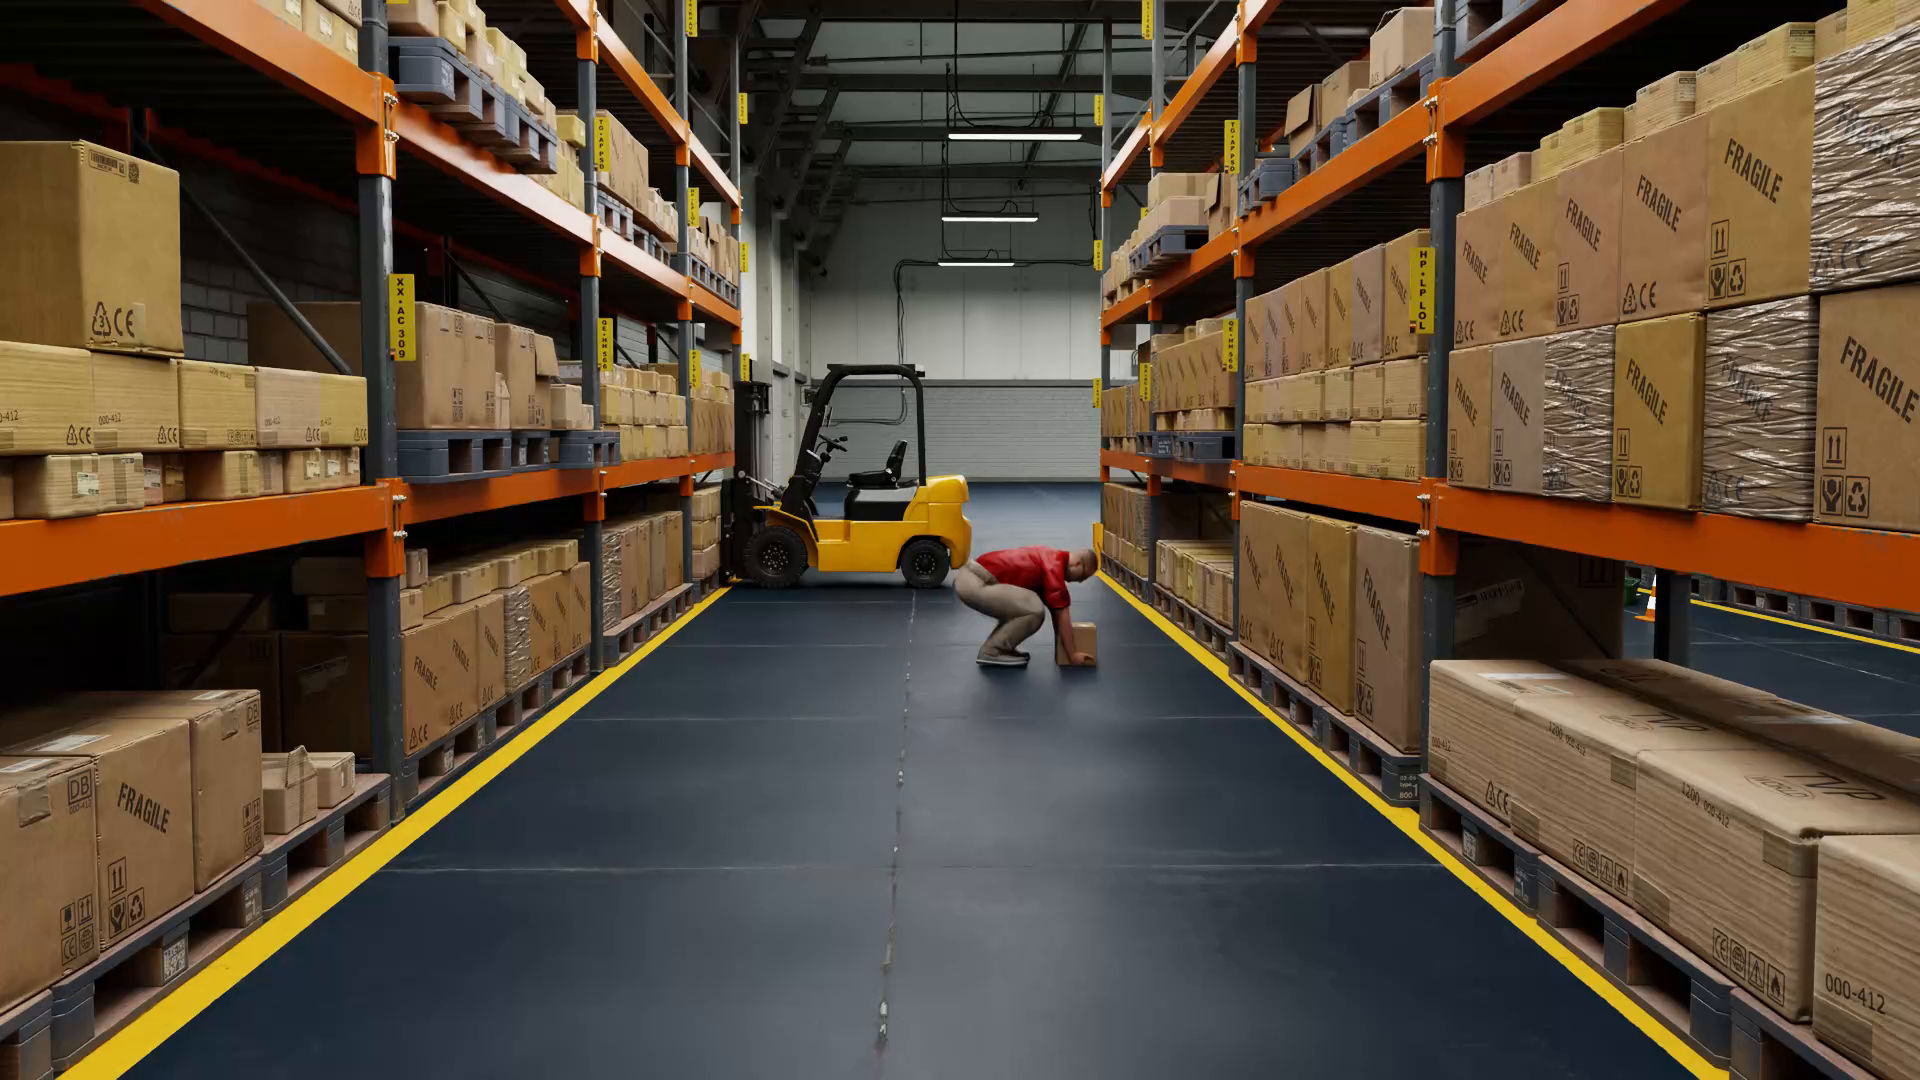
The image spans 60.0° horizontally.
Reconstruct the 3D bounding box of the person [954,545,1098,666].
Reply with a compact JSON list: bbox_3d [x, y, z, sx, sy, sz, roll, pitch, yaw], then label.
[{"bbox_3d":[0.432,0.430,10.808,0.940,0.788,0.518,0,4,-3],"label":"person"}]
